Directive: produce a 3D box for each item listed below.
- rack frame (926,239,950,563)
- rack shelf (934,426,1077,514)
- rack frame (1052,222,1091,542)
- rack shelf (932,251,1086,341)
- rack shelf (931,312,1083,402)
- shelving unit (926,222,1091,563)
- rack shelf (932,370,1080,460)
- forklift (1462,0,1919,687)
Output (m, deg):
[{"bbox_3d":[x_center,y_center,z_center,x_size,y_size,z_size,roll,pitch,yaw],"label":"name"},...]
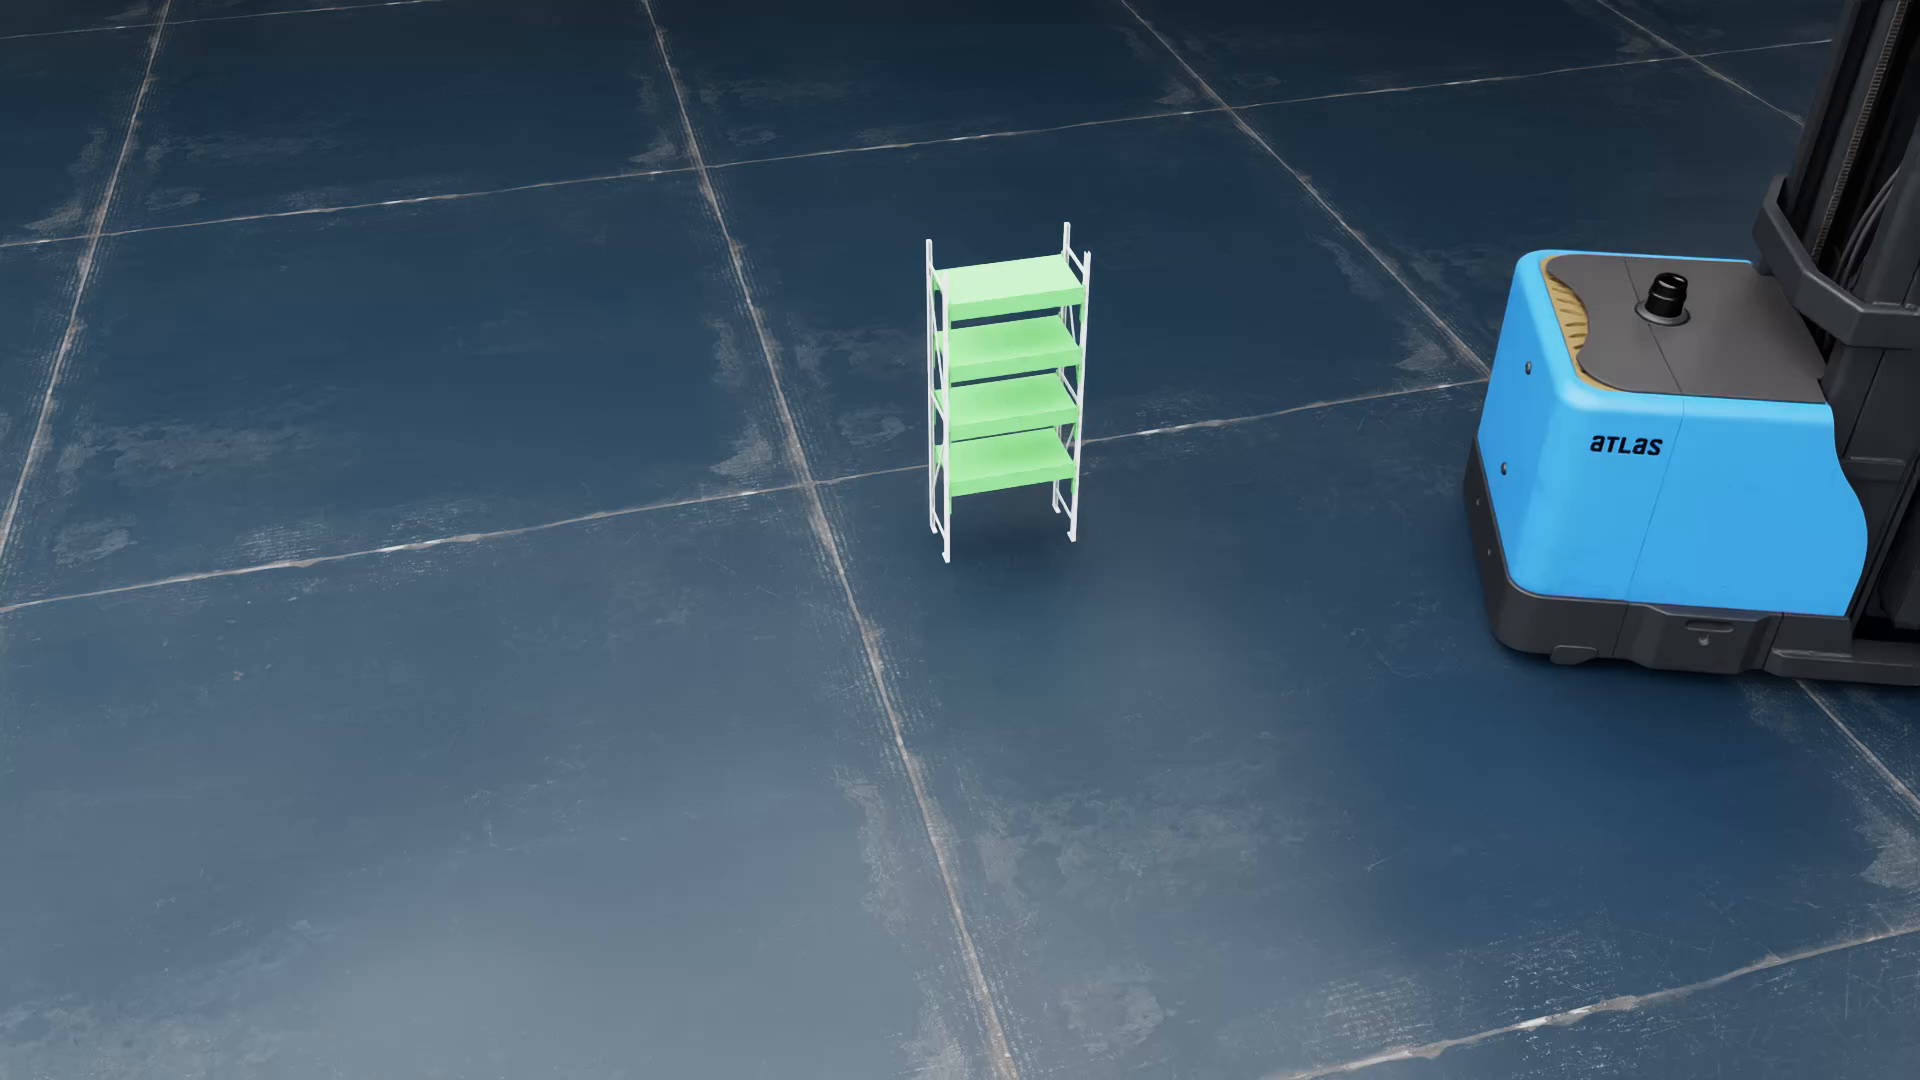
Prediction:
[{"bbox_3d":[-0.076,-0.464,5.869,0.015,1.200,0.240,-9,38,-12],"label":"rack frame"},{"bbox_3d":[0.160,-0.261,6.104,0.480,0.148,0.258,-9,38,-12],"label":"rack shelf"},{"bbox_3d":[0.395,-0.541,5.970,0.015,1.200,0.240,-9,38,-12],"label":"rack frame"},{"bbox_3d":[0.160,-0.833,5.667,0.480,0.148,0.258,-9,38,-12],"label":"rack shelf"},{"bbox_3d":[0.160,-0.643,5.813,0.480,0.148,0.258,-9,38,-12],"label":"rack shelf"},{"bbox_3d":[0.160,-0.503,5.920,0.503,1.200,0.258,-9,38,-12],"label":"shelving unit"},{"bbox_3d":[0.160,-0.452,5.959,0.480,0.148,0.258,-9,38,-12],"label":"rack shelf"},{"bbox_3d":[3.386,-0.945,5.072,3.031,2.935,1.130,4,38,5],"label":"forklift"}]
